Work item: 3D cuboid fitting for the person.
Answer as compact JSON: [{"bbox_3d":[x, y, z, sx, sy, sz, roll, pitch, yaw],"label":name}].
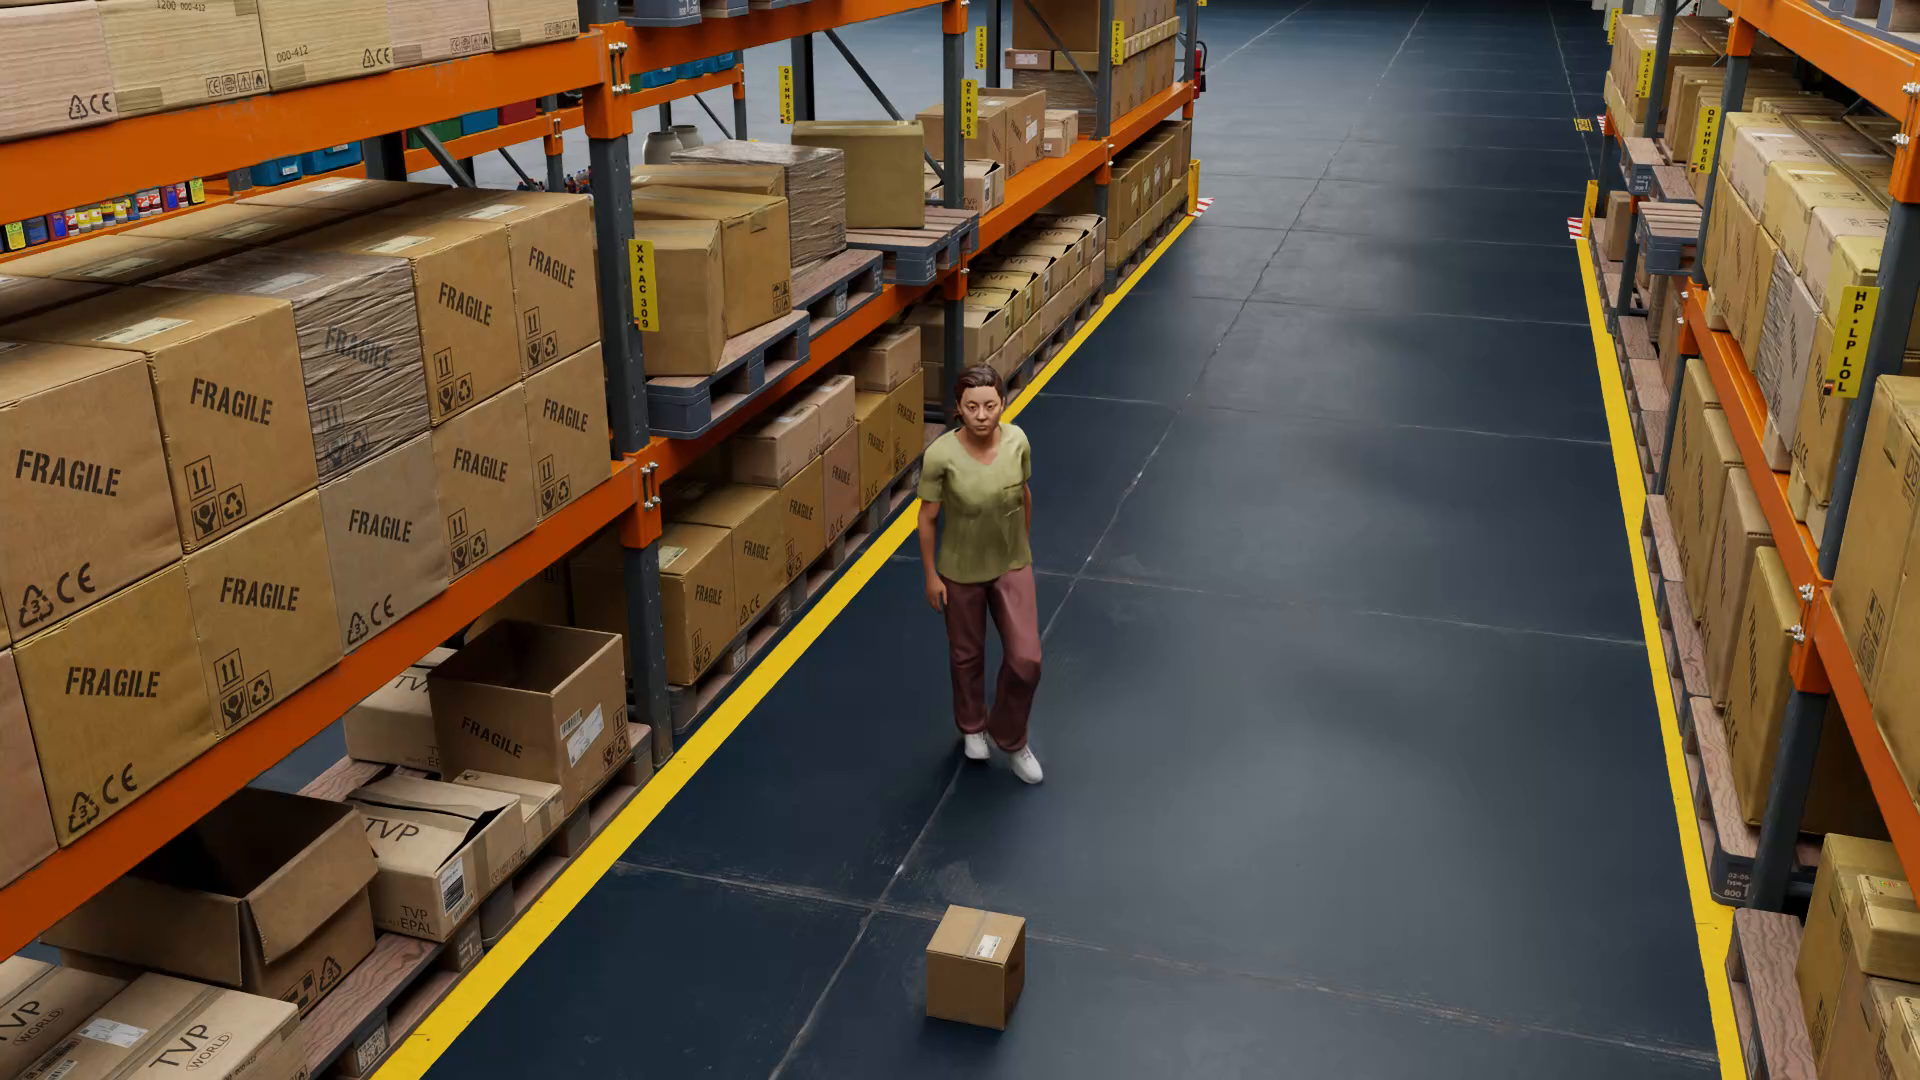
[{"bbox_3d":[0.066,0.233,6.330,0.472,1.431,0.534,-4,22,-11],"label":"person"}]
